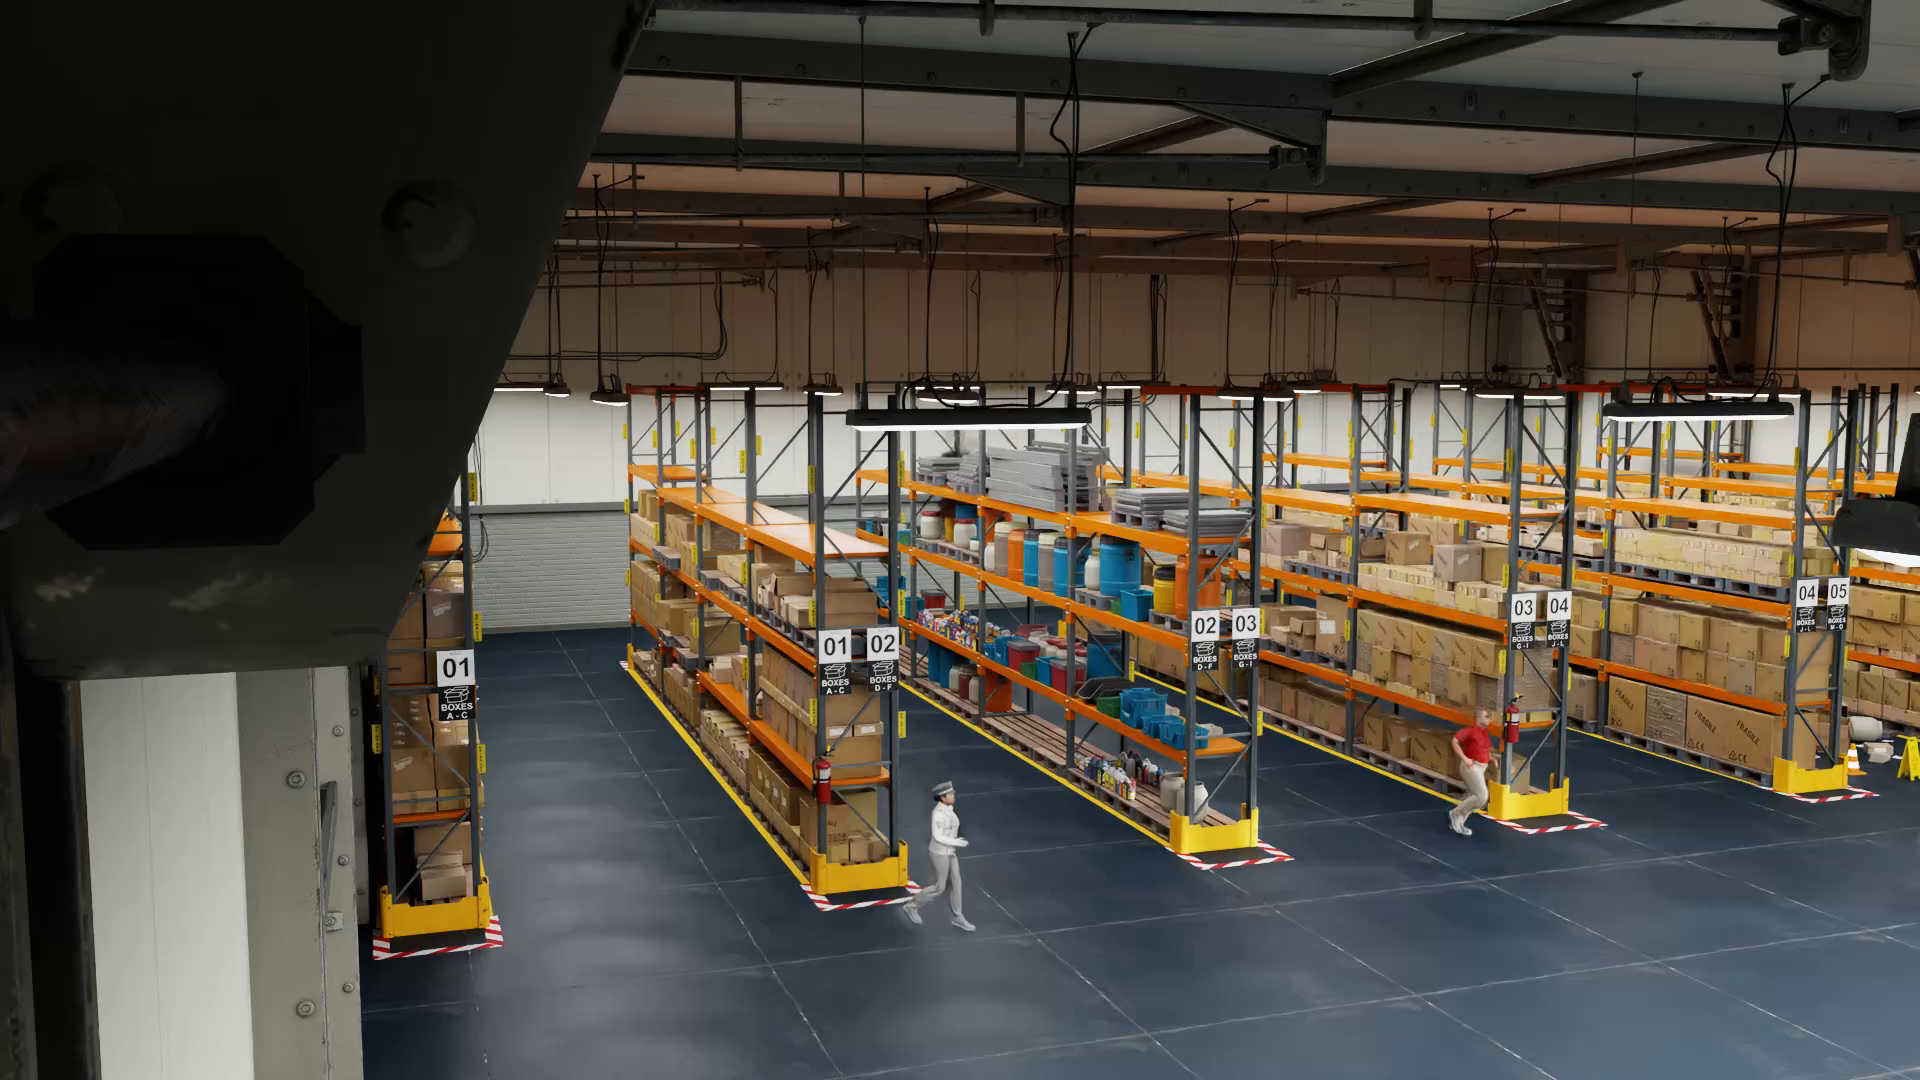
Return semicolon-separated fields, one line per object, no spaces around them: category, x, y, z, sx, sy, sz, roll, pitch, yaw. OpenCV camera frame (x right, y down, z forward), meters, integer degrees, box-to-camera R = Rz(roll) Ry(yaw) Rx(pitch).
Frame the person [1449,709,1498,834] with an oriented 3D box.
person;7.051;3.159;22.734;0.568;1.683;0.722;4;7;37

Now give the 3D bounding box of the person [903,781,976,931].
person;-0.223;3.556;18.784;0.820;1.715;0.637;1;6;13
